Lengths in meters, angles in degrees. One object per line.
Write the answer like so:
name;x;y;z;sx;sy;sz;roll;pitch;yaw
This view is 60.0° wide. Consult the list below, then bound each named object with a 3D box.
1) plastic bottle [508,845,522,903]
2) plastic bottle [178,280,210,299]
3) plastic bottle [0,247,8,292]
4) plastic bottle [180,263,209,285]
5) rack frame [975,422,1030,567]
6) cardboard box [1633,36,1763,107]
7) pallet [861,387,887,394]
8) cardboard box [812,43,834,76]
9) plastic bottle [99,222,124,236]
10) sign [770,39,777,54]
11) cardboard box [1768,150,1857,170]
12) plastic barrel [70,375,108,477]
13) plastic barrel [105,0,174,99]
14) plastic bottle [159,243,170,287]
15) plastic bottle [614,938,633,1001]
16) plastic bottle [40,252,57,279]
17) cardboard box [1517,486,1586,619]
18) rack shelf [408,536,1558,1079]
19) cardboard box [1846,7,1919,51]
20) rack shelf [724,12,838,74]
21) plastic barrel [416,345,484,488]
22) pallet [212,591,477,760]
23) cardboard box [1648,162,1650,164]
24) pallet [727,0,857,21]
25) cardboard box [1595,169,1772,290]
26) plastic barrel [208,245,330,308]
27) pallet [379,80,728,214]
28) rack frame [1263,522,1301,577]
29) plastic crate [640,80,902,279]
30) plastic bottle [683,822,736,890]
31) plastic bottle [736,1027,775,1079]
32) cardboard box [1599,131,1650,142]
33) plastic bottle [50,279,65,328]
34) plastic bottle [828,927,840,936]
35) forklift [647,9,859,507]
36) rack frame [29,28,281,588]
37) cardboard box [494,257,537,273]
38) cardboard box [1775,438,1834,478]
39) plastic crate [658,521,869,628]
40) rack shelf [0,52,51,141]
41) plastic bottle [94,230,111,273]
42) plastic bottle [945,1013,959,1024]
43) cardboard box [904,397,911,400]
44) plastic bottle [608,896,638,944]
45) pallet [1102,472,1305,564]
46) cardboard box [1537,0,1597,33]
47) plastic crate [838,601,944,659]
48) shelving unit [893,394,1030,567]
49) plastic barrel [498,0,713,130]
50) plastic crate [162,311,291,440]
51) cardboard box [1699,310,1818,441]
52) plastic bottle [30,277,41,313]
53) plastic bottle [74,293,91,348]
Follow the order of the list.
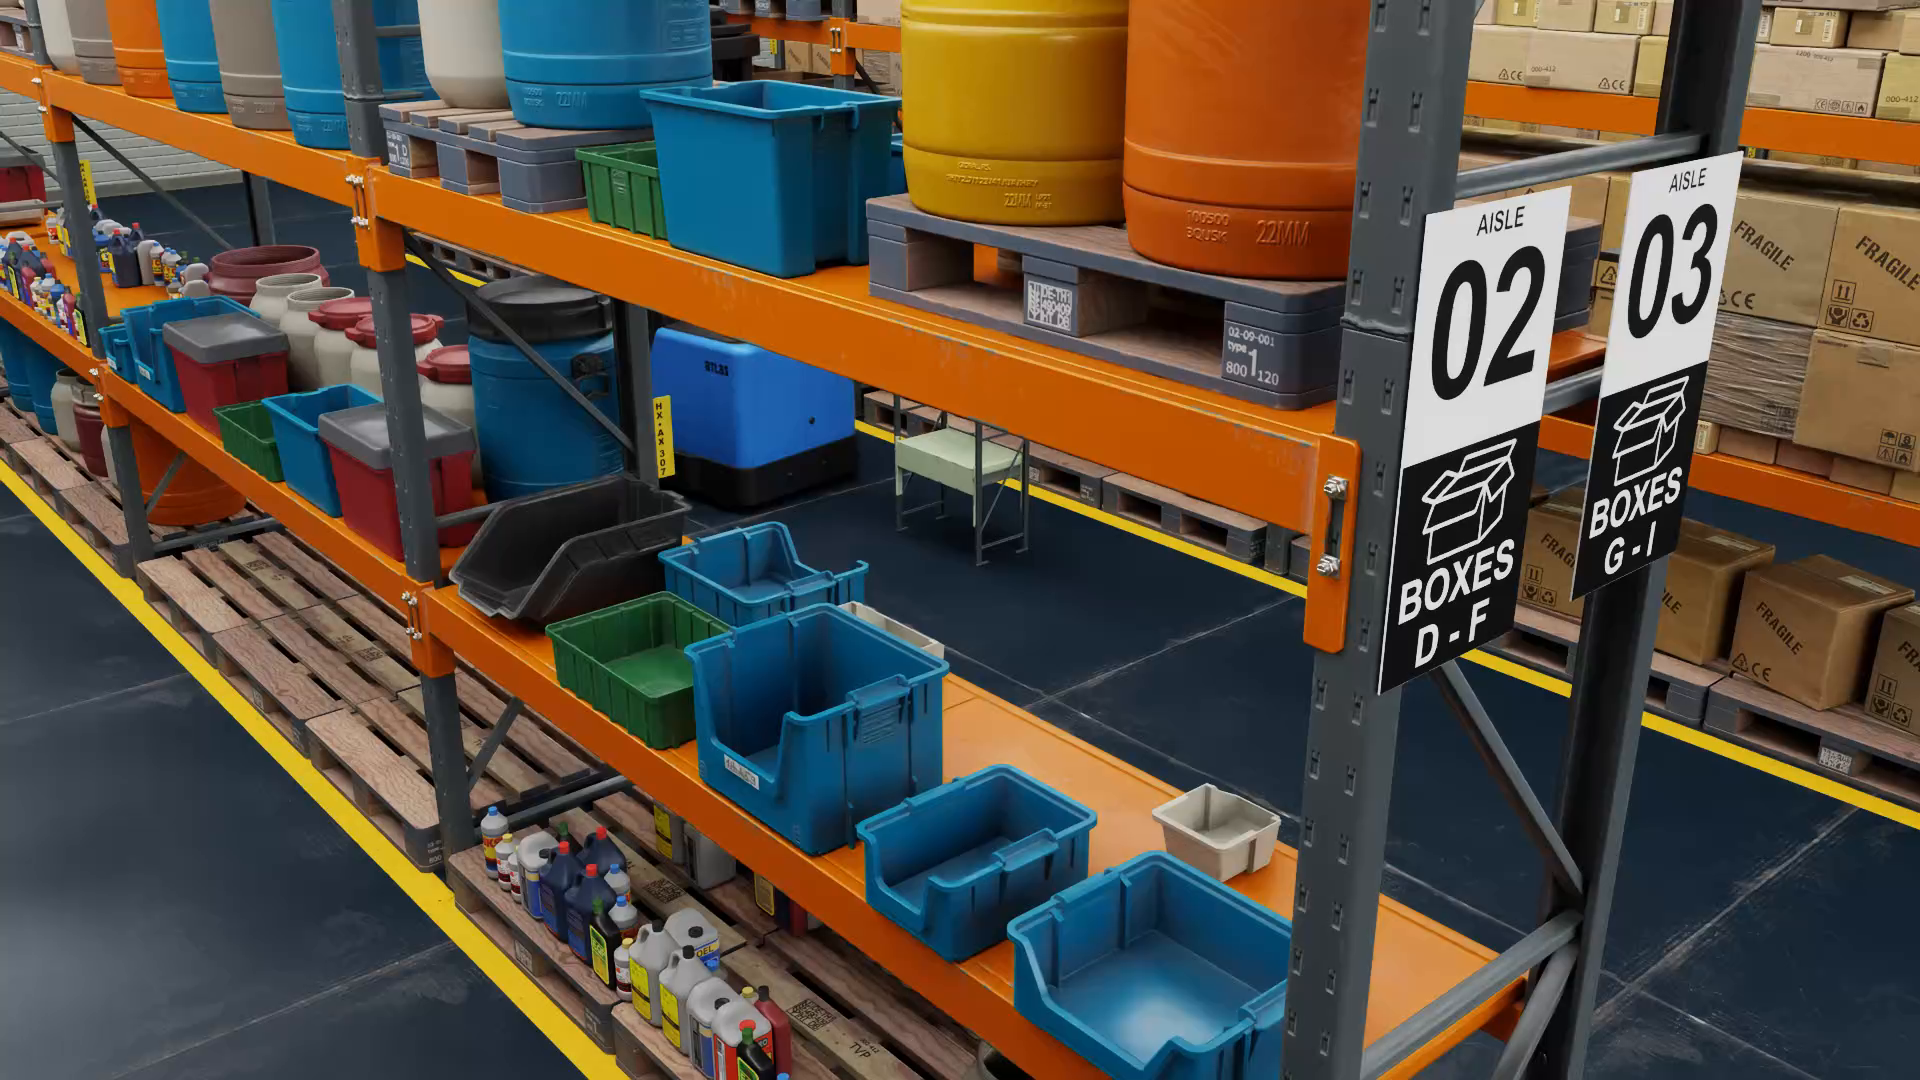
plastic bottle;-1.586;1.203;6.035;0.097;0.201;0.097;0;21;0
plastic bottle;-4.359;-1.352;9.493;0.152;0.276;0.135;-17;27;-37
plastic bottle;-5.929;-1.691;10.364;0.097;0.271;0.097;0;21;0
plastic bottle;-4.545;-1.516;9.911;0.152;0.276;0.135;-17;27;-37
rack frame;0.243;-0.595;9.448;0.400;1.500;0.023;-17;27;-37
cardboard box;3.273;-2.036;7.163;0.500;0.250;0.500;-18;28;-38
pallet;-0.911;-1.366;13.182;1.003;0.211;1.213;-17;27;-37
cardboard box;-1.400;-5.645;19.738;0.500;0.500;0.500;-17;27;-37
plastic bottle;-5.659;-1.987;11.115;0.152;0.276;0.135;-17;27;-37
sign;-2.263;-6.065;20.170;0.100;0.325;0.005;-17;27;-37
cardboard box;6.196;-2.939;11.687;0.875;0.550;0.550;-17;27;-37
plastic barrel;-5.275;-0.765;10.555;0.600;0.588;0.708;-17;27;-37
plastic barrel;-3.407;-2.387;7.263;0.600;0.830;0.708;-17;27;-37
plastic bottle;-4.963;-1.722;10.426;0.061;0.283;0.133;-17;27;-37
plastic bottle;-1.092;1.412;5.501;0.097;0.201;0.097;0;21;0
plastic bottle;-5.551;-1.606;10.132;0.061;0.283;0.133;-17;27;-37
cardboard box;3.233;0.074;8.533;0.500;0.500;0.500;19;29;40
rack shelf;-0.289;0.743;4.959;1.077;0.370;4.000;-17;27;-37
cardboard box;3.759;-2.044;6.636;0.380;0.149;0.250;-17;27;-37
rack shelf;-1.759;-4.043;13.066;1.077;0.370;4.000;-17;27;-37
plastic barrel;-2.053;-0.524;7.022;0.433;0.535;0.433;0;21;0
pallet;-2.937;0.609;8.139;1.003;0.211;1.213;-17;27;-37
cardboard box;3.313;-1.639;8.139;0.500;0.500;0.500;-17;27;-37
pallet;-0.914;-3.902;11.980;1.213;0.211;1.003;-16;26;-35
cardboard box;3.247;-1.377;7.472;0.500;0.500;0.500;-17;27;-37
plastic barrel;-3.673;-1.257;8.893;0.600;0.536;0.708;-17;27;-37
pallet;-1.050;-1.277;5.277;1.213;0.211;1.003;-17;27;-37
rack frame;2.157;-1.323;9.249;1.000;3.000;0.127;-17;27;-37
plastic crate;-0.457;-0.883;4.036;0.392;0.384;0.575;-17;27;-37
plastic bottle;-0.927;1.124;6.133;0.152;0.276;0.135;-17;27;-37
plastic bottle;-0.605;1.590;4.933;0.061;0.283;0.133;-17;27;-36
cardboard box;5.315;-3.266;12.701;0.700;0.500;0.500;-18;28;-38
plastic bottle;-5.132;-1.353;9.503;0.097;0.271;0.097;0;21;0
plastic bottle;-0.419;1.277;5.843;0.097;0.201;0.097;0;21;0
forklift;-2.116;-2.001;11.073;3.031;2.935;1.130;18;27;38
rack frame;-4.206;-1.249;9.061;1.000;3.000;0.127;-17;27;-37
cardboard box;-4.022;-3.190;16.353;0.875;0.875;0.875;-17;27;-37
cardboard box;3.778;-0.408;7.258;0.380;0.149;0.250;-17;27;-37
plastic crate;-0.667;0.166;5.651;0.499;0.251;0.616;-17;27;-37
rack shelf;-5.511;-2.864;10.056;1.077;0.370;4.000;-17;27;-37
plastic bottle;-5.590;-1.886;10.863;0.097;0.271;0.097;0;21;0
plastic bottle;0.001;1.455;5.389;0.097;0.201;0.097;0;21;0
cardboard box;-0.001;-1.289;11.986;0.700;0.500;0.500;-19;28;-40
plastic bottle;-1.135;1.327;5.621;0.097;0.271;0.097;0;21;0
pallet;1.648;-0.240;10.306;1.003;0.211;1.213;-17;27;-37
cardboard box;2.823;-2.383;7.502;0.380;0.149;0.250;-18;28;-38
plastic crate;-0.343;0.367;5.296;0.530;0.136;0.437;-17;27;-37
shelving unit;0.004;-0.697;9.706;0.431;1.500;0.755;-17;27;-37
plastic barrel;-1.026;-1.669;4.757;0.600;0.901;0.708;-17;27;-37
plastic crate;-3.383;-0.760;7.723;0.402;0.464;0.583;-17;27;-37
cardboard box;3.719;-0.820;7.419;0.875;0.500;0.500;-17;27;-37
plastic bottle;-5.450;-1.455;9.859;0.097;0.201;0.097;0;21;0
plastic bottle;-4.793;-1.205;9.108;0.061;0.283;0.133;-17;27;-37
